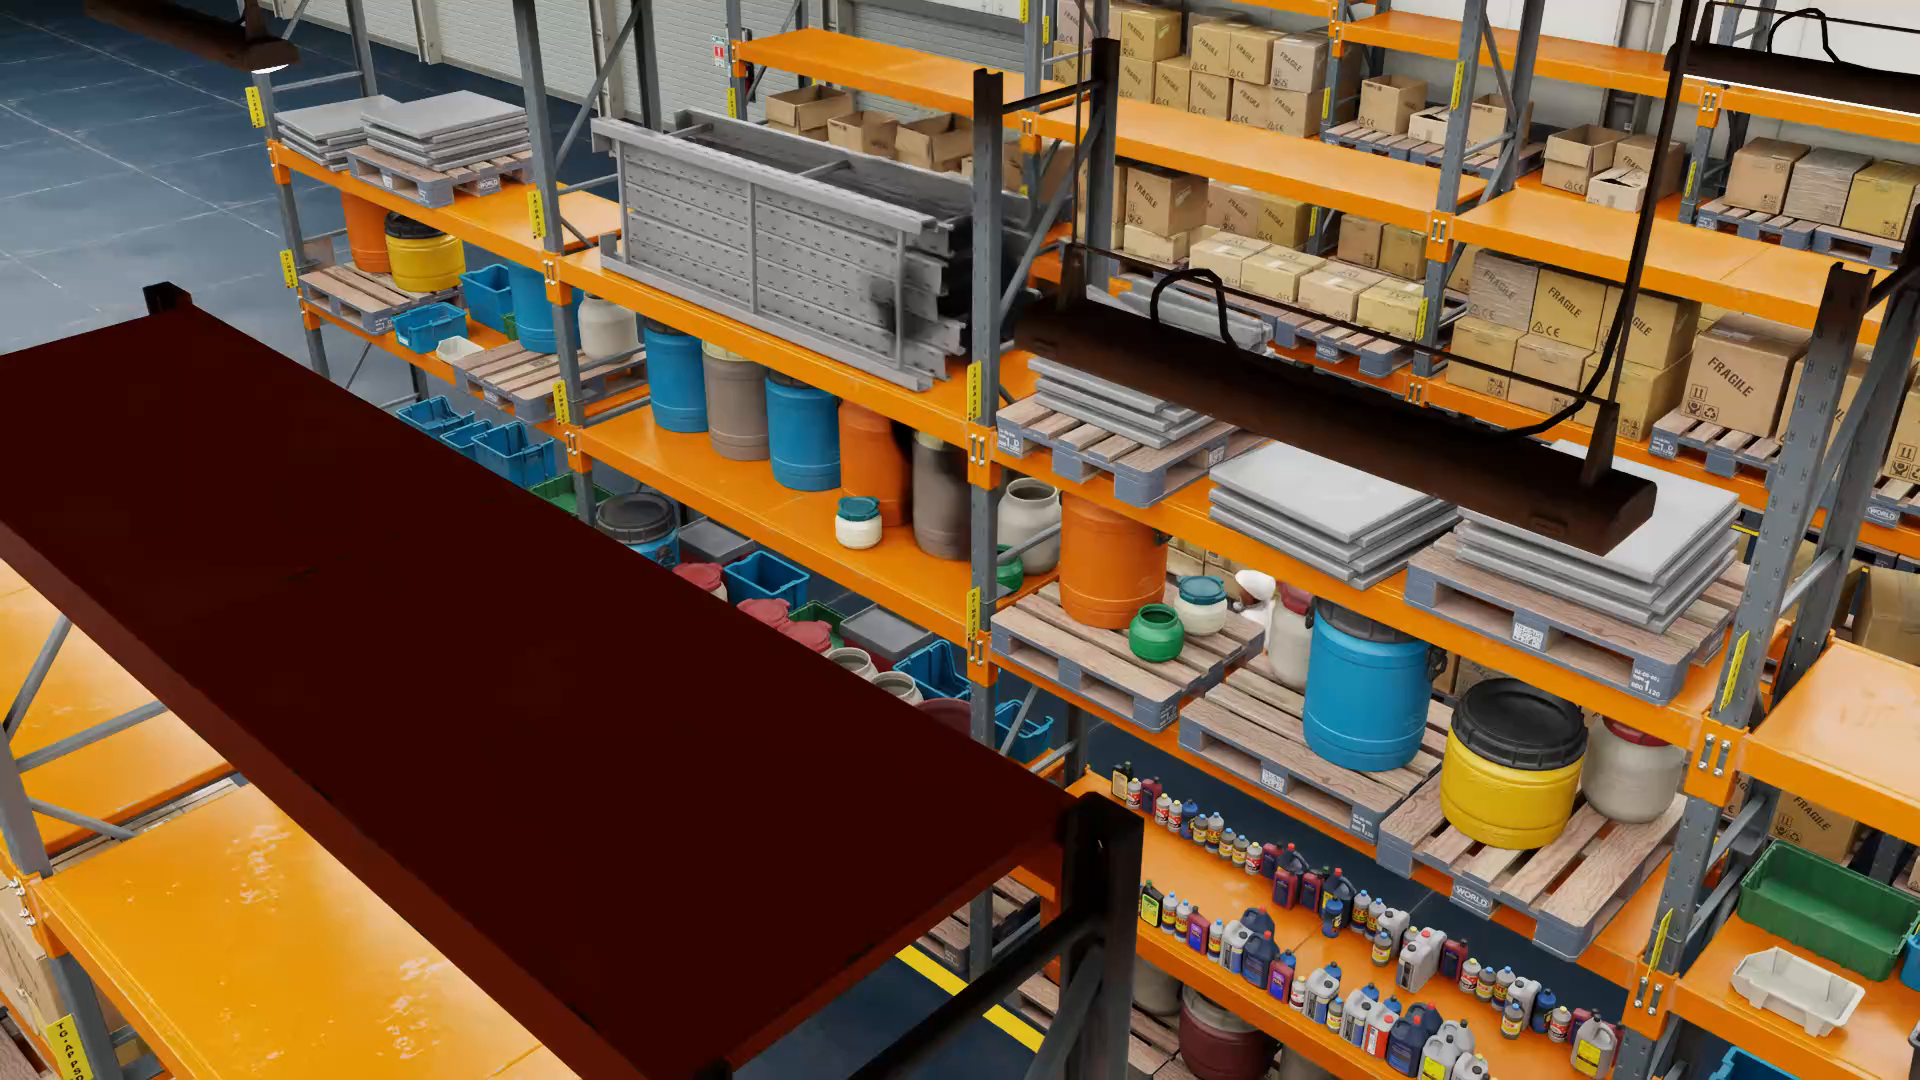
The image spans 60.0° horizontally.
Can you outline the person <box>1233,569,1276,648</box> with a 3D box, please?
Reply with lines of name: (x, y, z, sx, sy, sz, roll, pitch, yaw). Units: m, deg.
person: (2.101, 0.969, 12.157, 0.582, 1.742, 0.652, 22, 36, 34)
